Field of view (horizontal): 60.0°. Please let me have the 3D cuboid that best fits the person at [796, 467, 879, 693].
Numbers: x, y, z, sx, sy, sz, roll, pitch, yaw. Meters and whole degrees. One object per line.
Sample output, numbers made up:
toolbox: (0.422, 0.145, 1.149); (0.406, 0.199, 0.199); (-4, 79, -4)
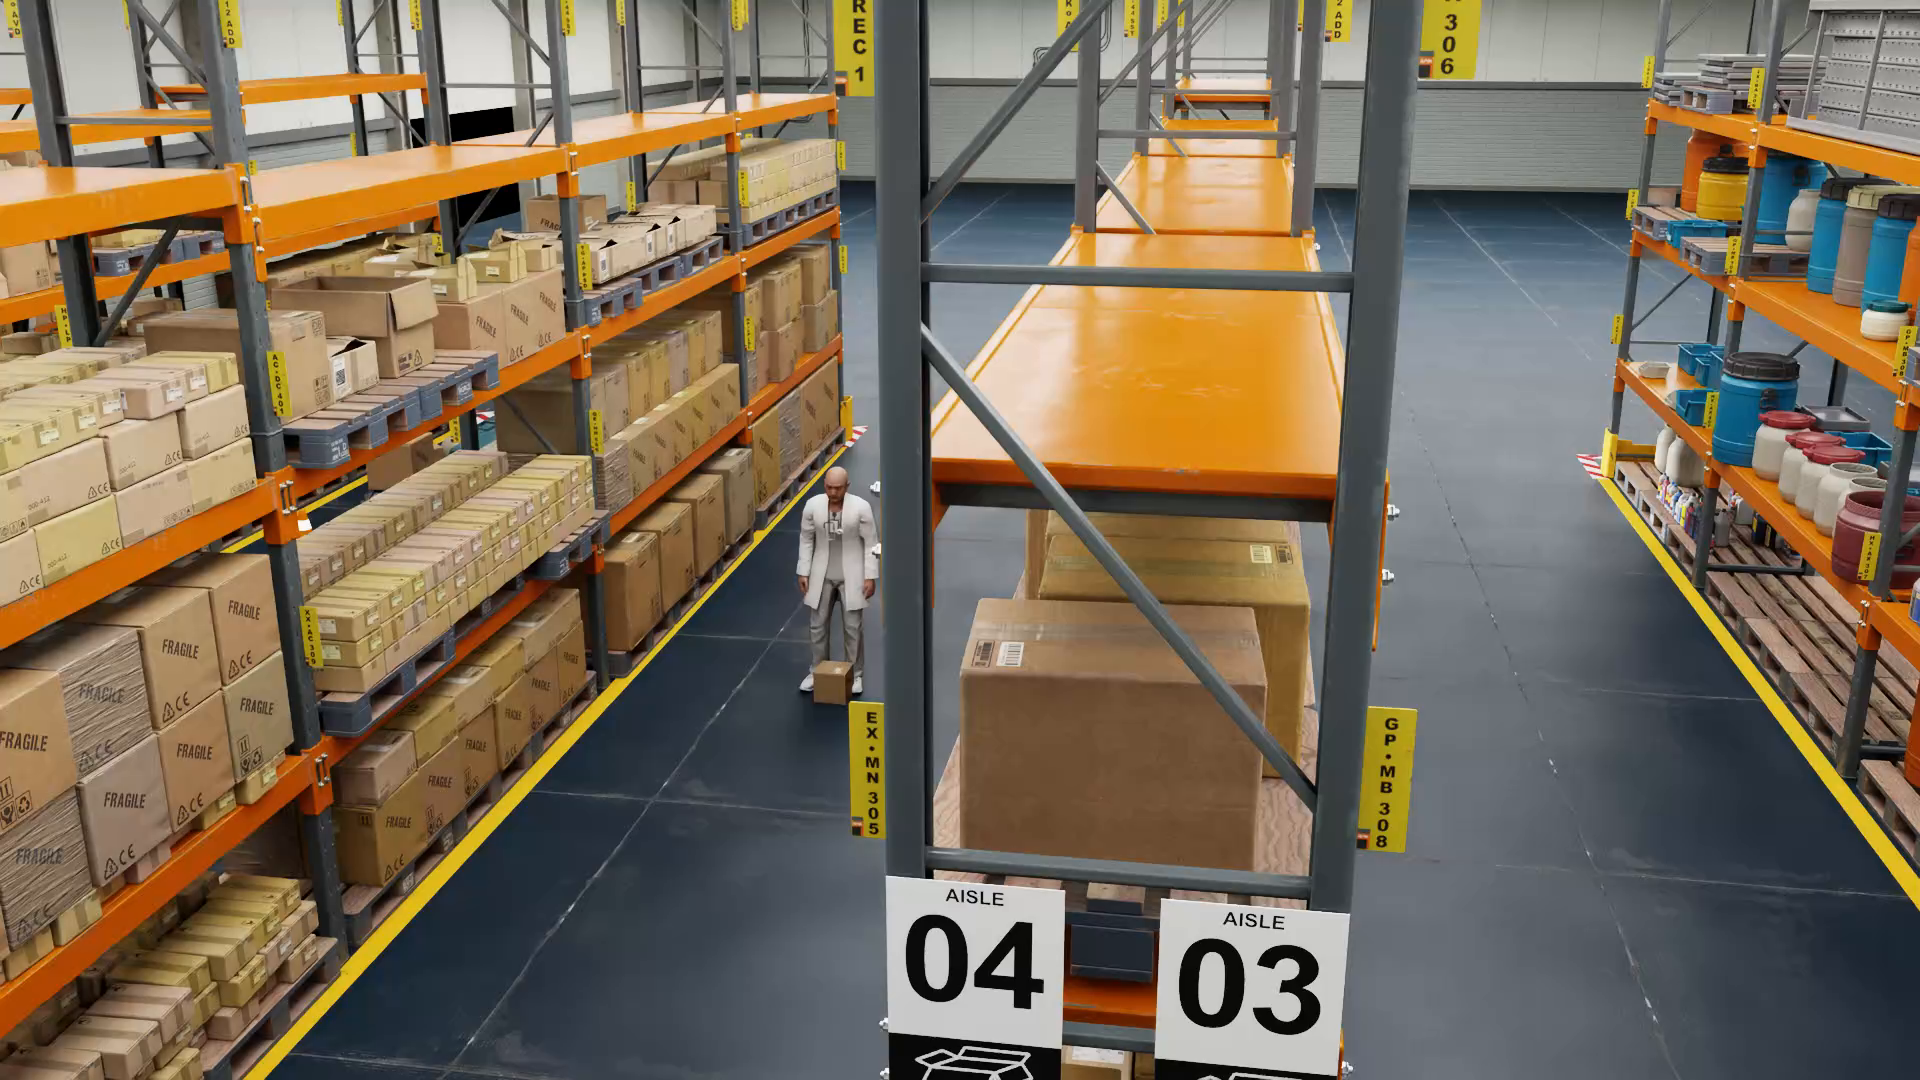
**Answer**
person: (-0.933, 0.288, 12.683); (0.643, 1.774, 0.420); (3, 18, 9)
